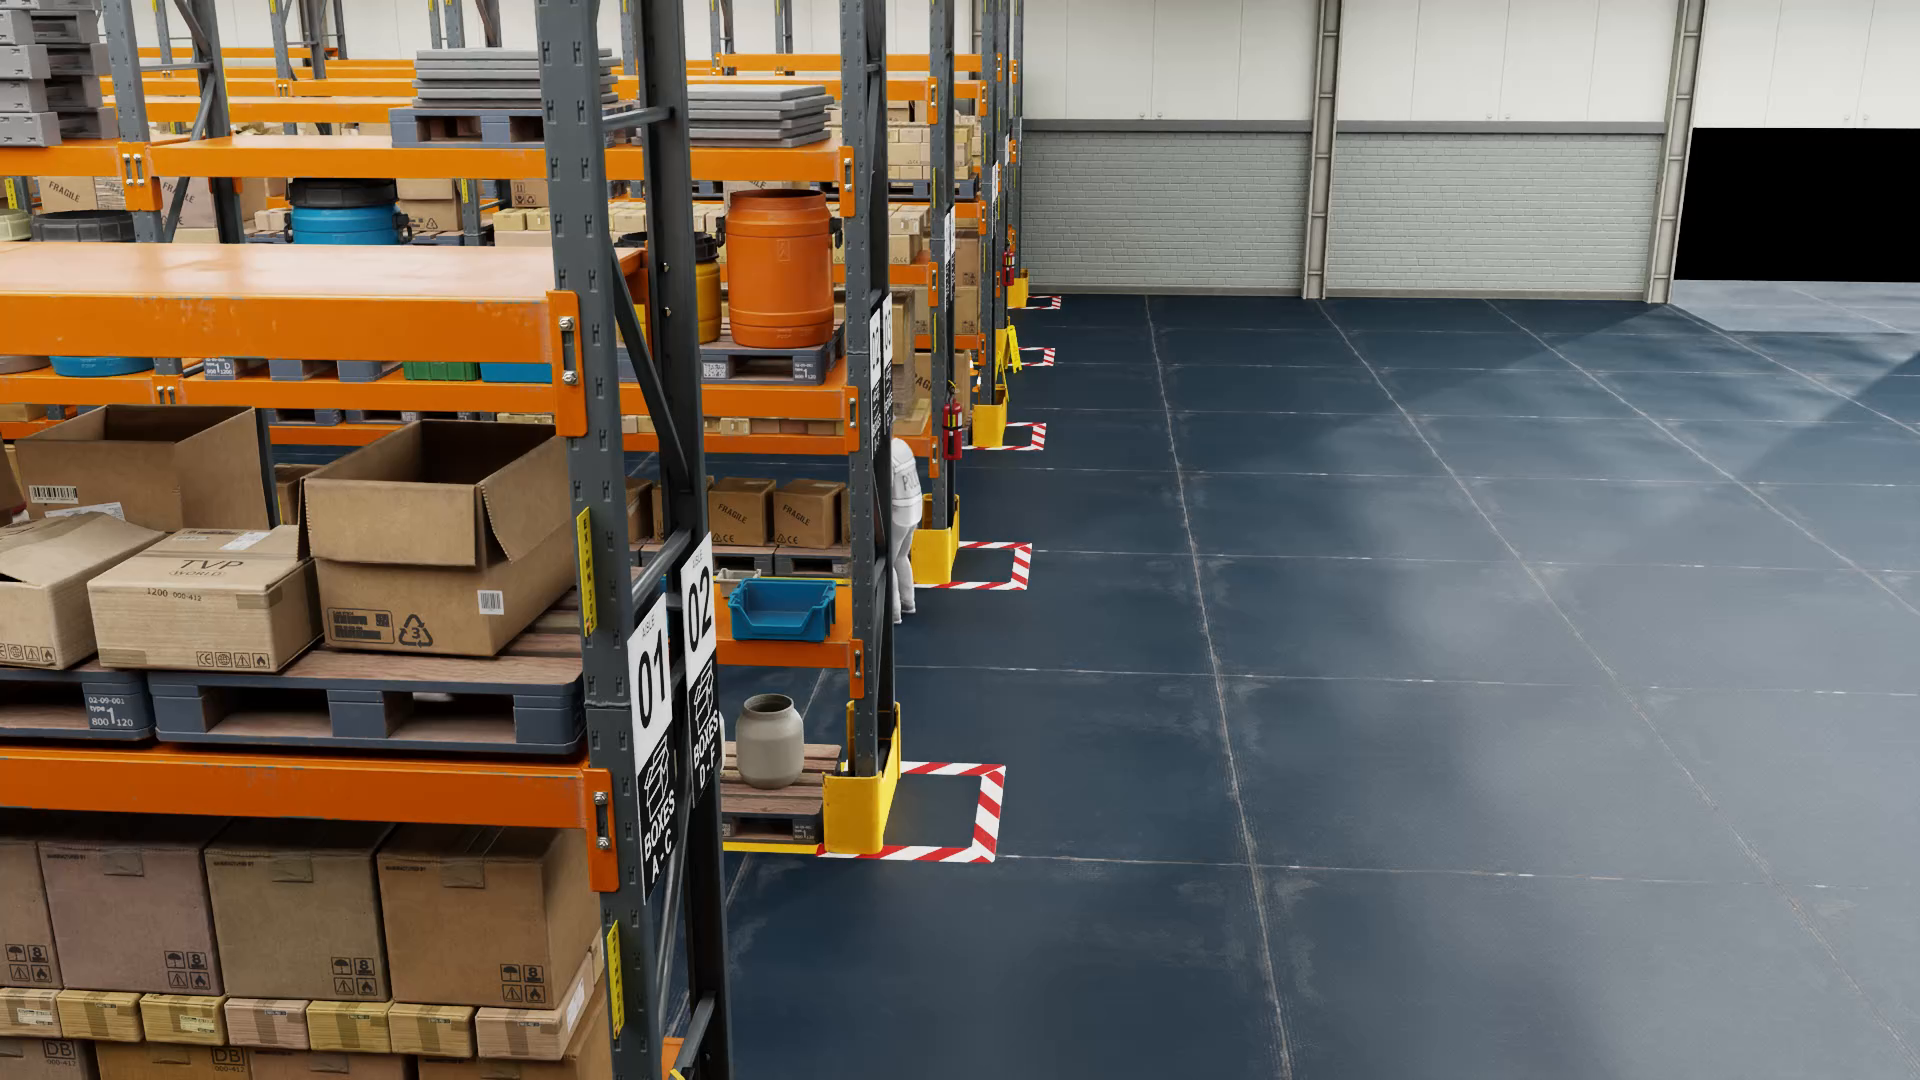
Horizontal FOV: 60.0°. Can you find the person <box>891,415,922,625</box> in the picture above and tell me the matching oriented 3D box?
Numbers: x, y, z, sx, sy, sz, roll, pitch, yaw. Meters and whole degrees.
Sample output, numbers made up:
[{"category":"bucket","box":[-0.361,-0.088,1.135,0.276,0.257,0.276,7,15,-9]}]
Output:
[{"category":"person","box":[-0.547,-0.179,13.609,0.436,1.746,0.590,7,19,21]}]
